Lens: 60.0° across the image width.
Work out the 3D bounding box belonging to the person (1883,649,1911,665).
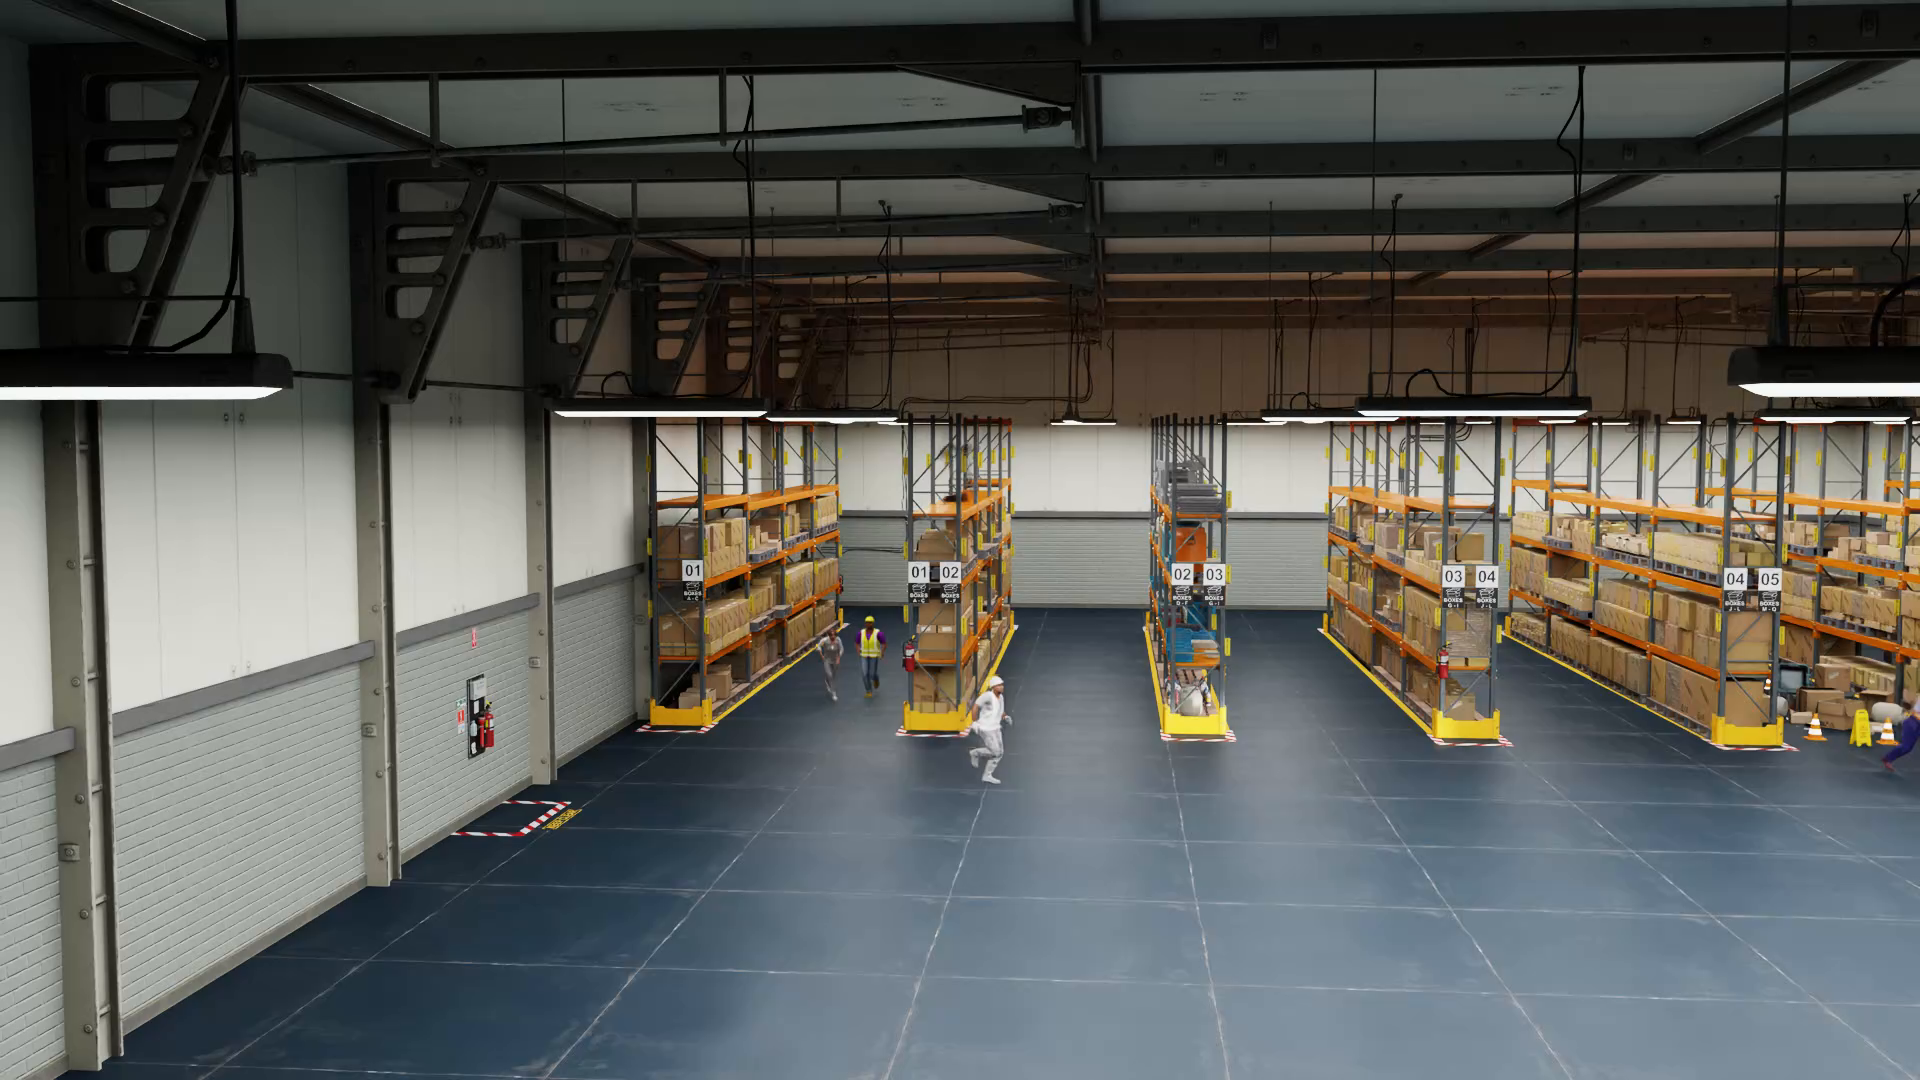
[{"bbox_3d":[21.651,2.276,38.420,0.664,1.752,0.958,0,4,-1],"label":"person"}]

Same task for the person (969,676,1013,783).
[{"bbox_3d":[0.488,3.064,26.905,0.701,1.730,0.728,2,5,32],"label":"person"}]

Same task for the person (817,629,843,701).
[{"bbox_3d":[-2.756,2.615,35.224,0.557,1.539,0.893,-1,4,-10],"label":"person"}]

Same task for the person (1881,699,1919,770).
[{"bbox_3d":[15.653,3.132,27.308,0.648,1.613,0.962,-3,5,-34],"label":"person"}]

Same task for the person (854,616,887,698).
[{"bbox_3d":[-1.923,2.482,35.480,0.702,1.726,0.598,1,4,8],"label":"person"}]
